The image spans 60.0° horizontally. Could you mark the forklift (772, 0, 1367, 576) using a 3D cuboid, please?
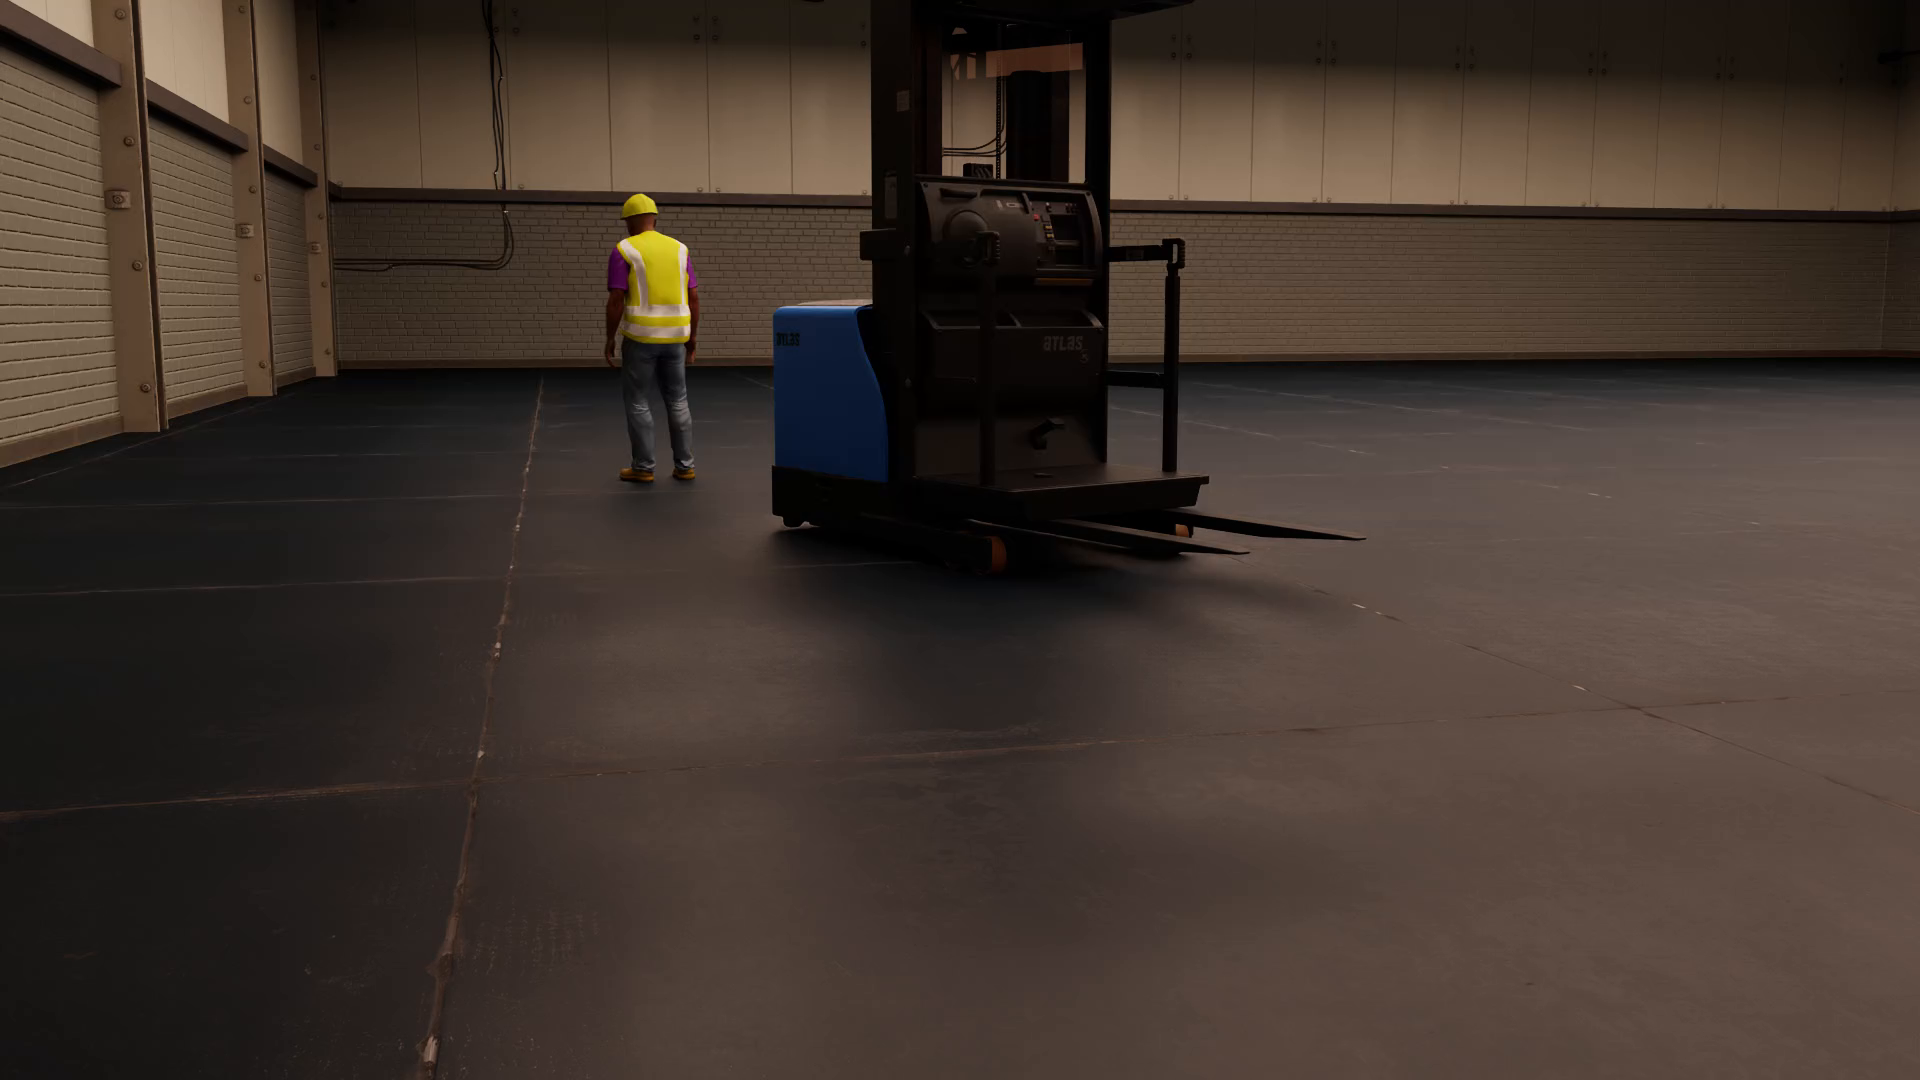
[{"bbox_3d":[0.355,-1.383,7.015,1.130,2.935,3.031,-6,10,-35],"label":"forklift"}]

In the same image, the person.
[{"bbox_3d":[-1.909,-1.248,10.288,0.632,1.759,0.462,-6,10,-36],"label":"person"}]
